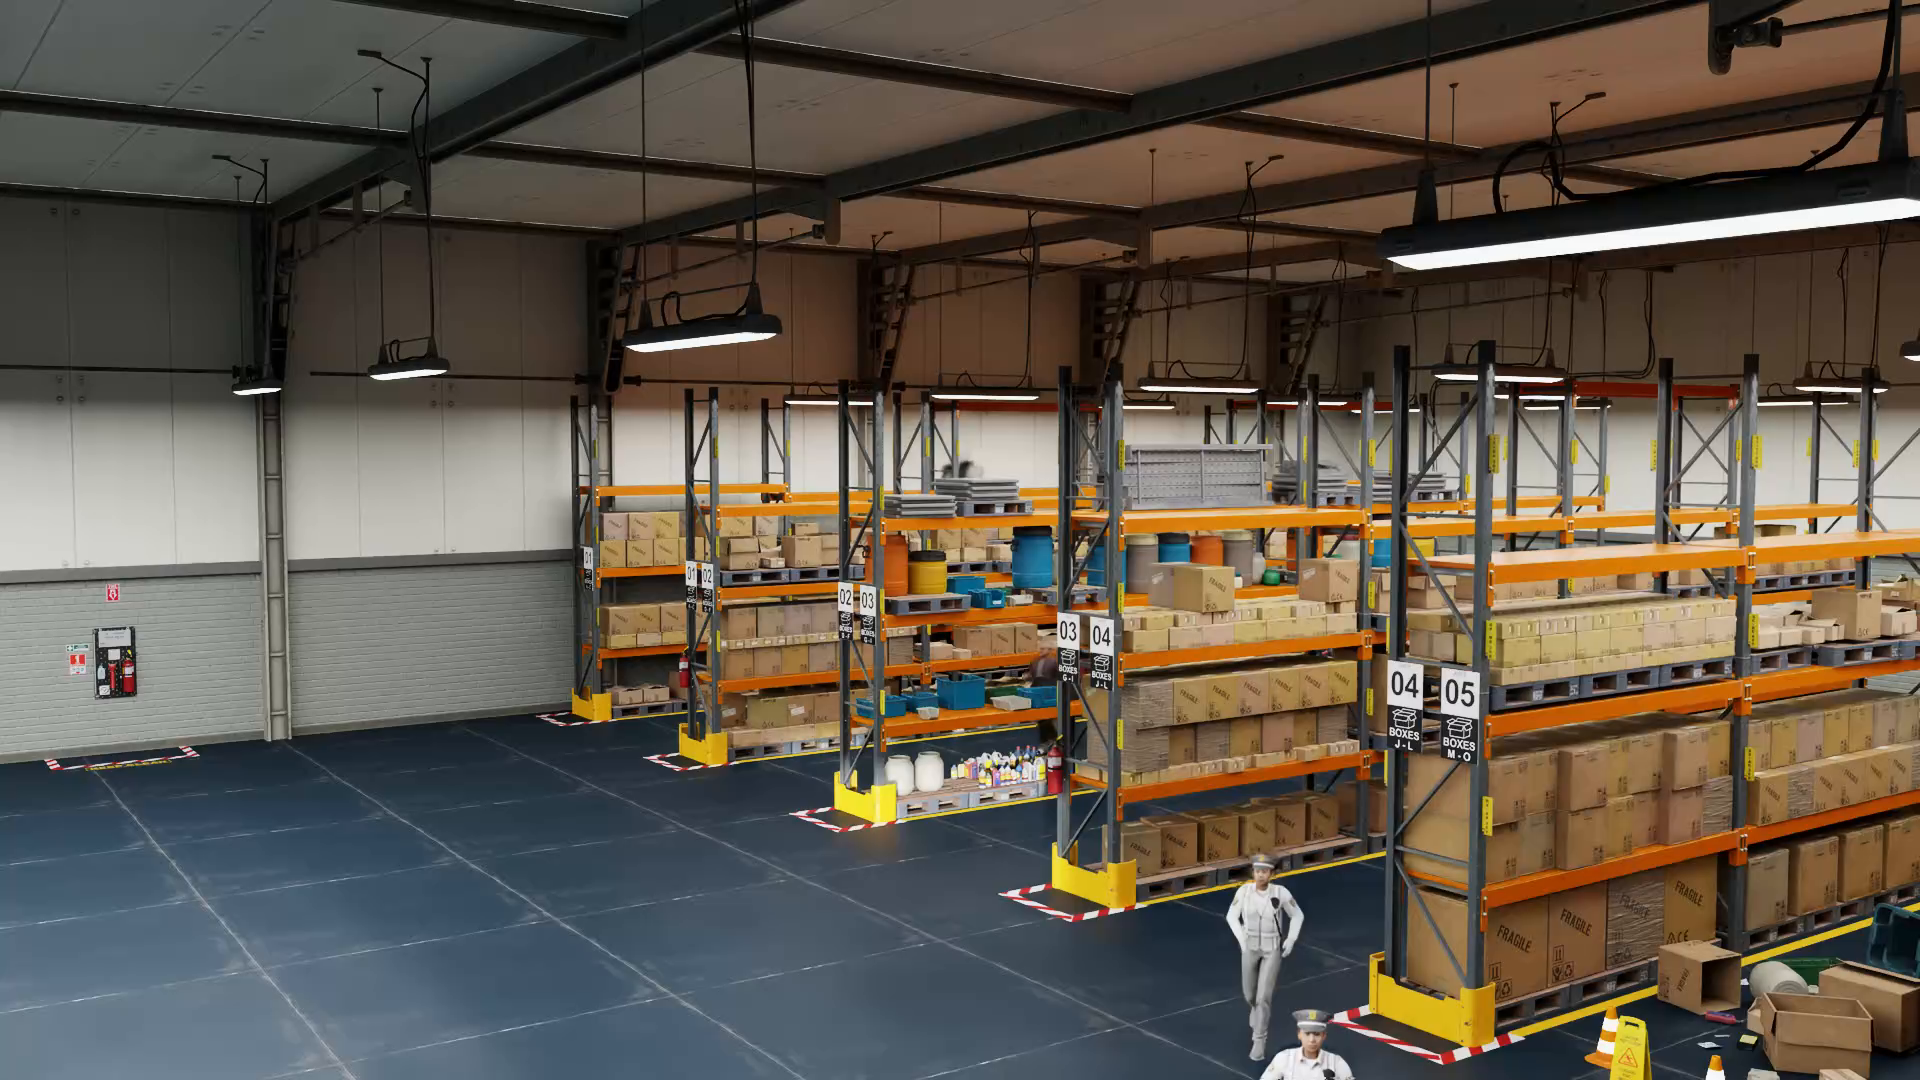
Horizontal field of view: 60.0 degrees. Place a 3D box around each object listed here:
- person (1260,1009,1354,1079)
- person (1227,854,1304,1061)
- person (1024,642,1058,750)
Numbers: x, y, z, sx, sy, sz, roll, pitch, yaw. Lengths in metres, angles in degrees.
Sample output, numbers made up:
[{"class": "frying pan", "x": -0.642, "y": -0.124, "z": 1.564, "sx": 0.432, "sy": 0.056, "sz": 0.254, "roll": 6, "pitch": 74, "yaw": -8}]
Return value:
[{"class": "person", "x": 2.156, "y": 3.699, "z": 10.255, "sx": 0.624, "sy": 1.669, "sz": 0.858, "roll": 1, "pitch": 3, "yaw": 10}, {"class": "person", "x": 2.590, "y": 3.482, "z": 14.148, "sx": 0.644, "sy": 1.697, "sz": 0.731, "roll": 1, "pitch": 4, "yaw": 20}, {"class": "person", "x": 1.402, "y": 2.618, "z": 27.703, "sx": 0.785, "sy": 1.834, "sz": 0.680, "roll": -3, "pitch": 5, "yaw": -42}]
